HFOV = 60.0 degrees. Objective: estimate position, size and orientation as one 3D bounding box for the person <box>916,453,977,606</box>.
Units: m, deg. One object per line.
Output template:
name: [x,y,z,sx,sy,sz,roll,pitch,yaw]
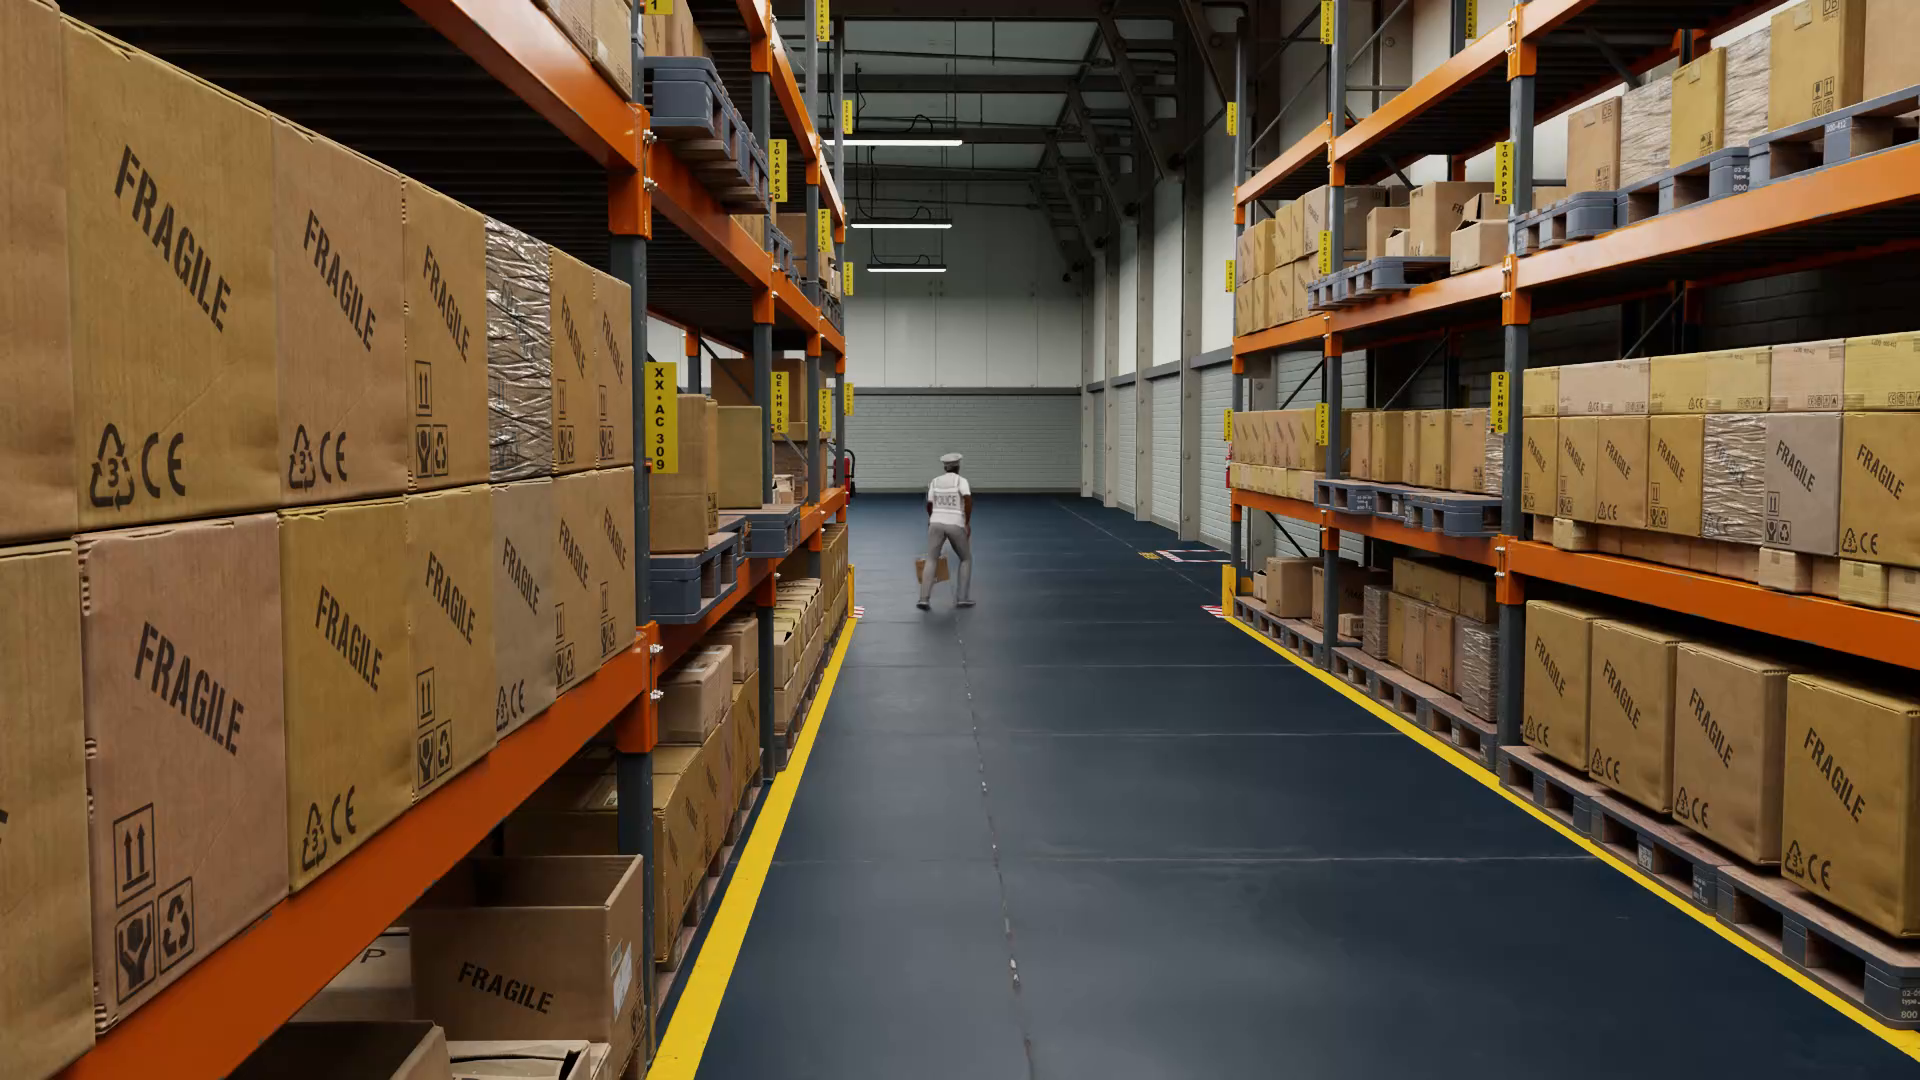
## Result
person: [-0.137,-0.107,17.728,0.597,1.634,0.684,1,4,17]
